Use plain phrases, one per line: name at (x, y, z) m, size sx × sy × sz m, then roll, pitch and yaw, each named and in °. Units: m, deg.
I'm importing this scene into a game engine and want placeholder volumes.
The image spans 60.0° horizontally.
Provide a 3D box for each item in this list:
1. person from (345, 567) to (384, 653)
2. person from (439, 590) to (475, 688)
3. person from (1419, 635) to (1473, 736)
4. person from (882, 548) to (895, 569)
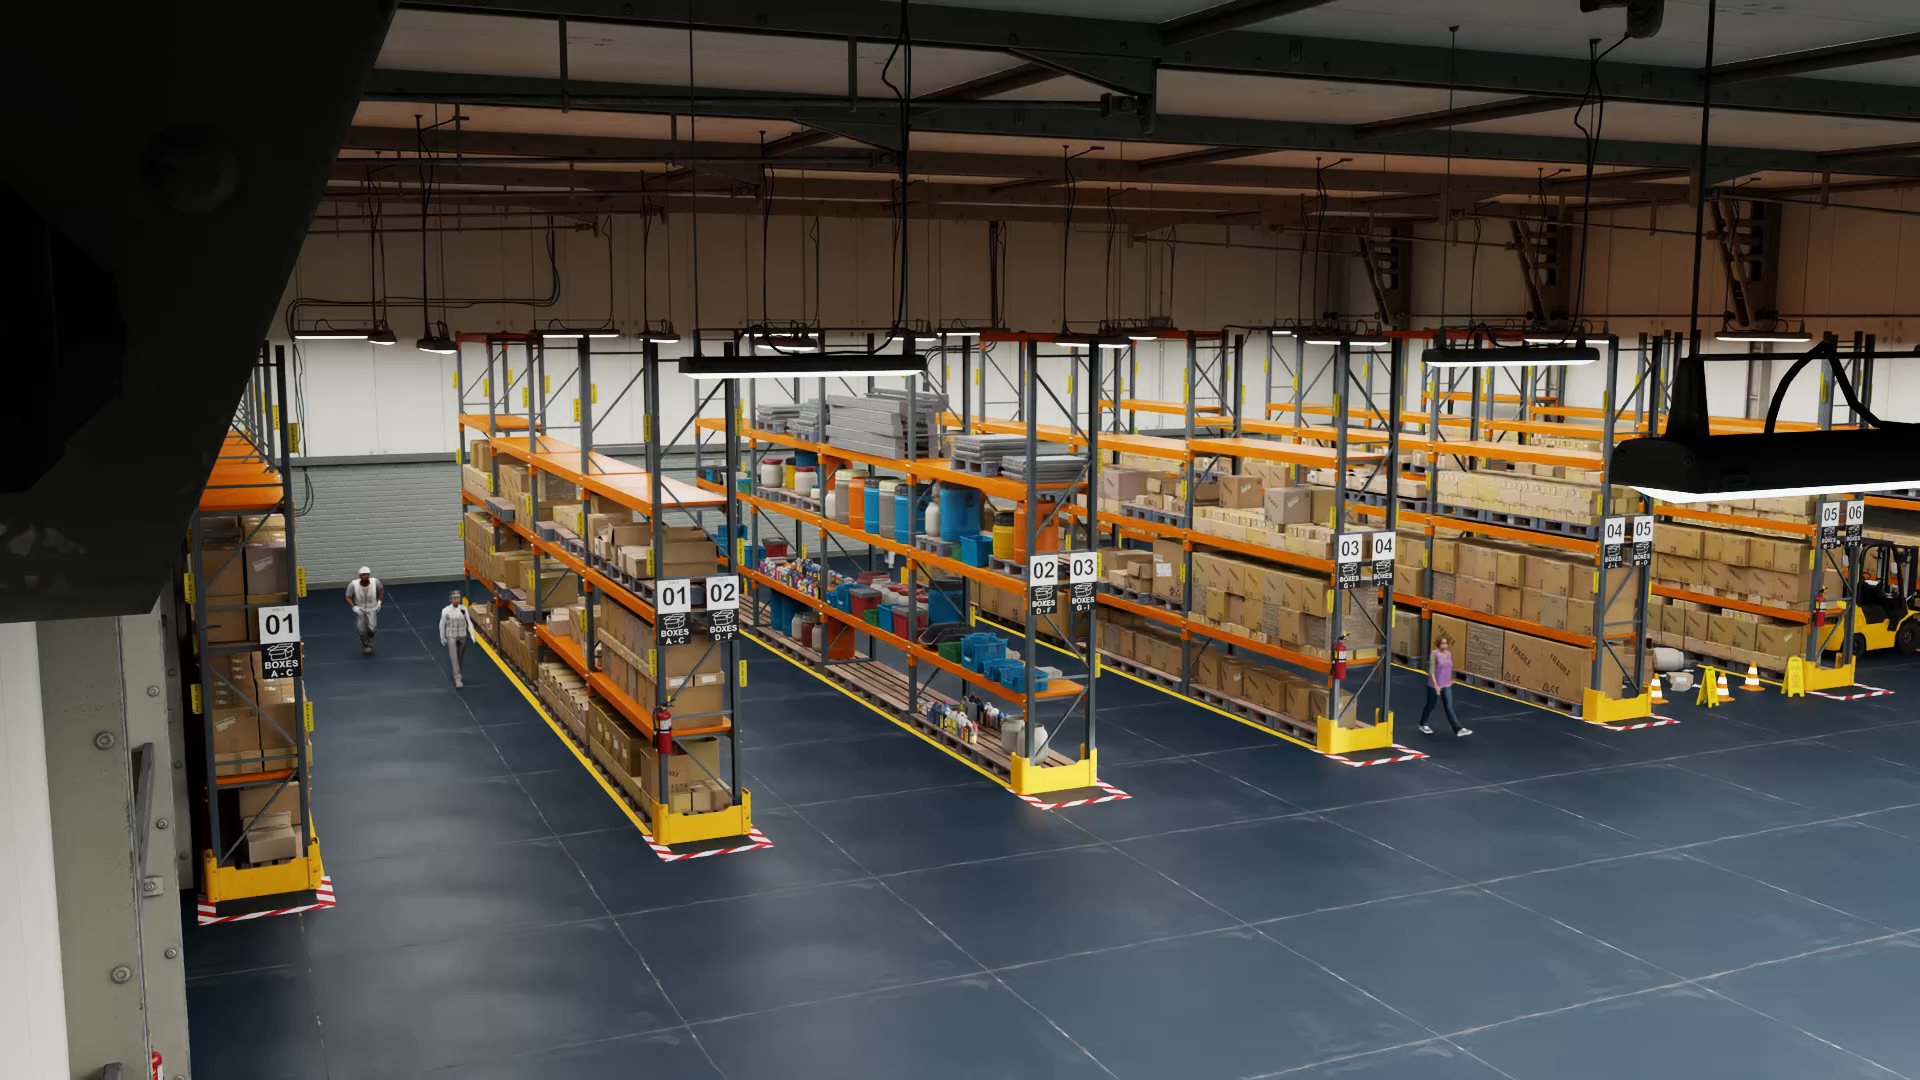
person at (-11.147, 1.308, 31.167) m, size 0.678 × 1.681 × 0.655 m, roll -2°, pitch 8°, yaw -17°
person at (-8.650, 1.655, 28.609) m, size 0.556 × 1.622 × 1.032 m, roll -4°, pitch 9°, yaw -27°
person at (7.250, 2.198, 24.909) m, size 0.450 × 1.547 × 0.970 m, roll -3°, pitch 8°, yaw -19°
person at (-1.788, -0.173, 41.854) m, size 0.550 × 1.705 × 1.109 m, roll 1°, pitch 8°, yaw 6°
